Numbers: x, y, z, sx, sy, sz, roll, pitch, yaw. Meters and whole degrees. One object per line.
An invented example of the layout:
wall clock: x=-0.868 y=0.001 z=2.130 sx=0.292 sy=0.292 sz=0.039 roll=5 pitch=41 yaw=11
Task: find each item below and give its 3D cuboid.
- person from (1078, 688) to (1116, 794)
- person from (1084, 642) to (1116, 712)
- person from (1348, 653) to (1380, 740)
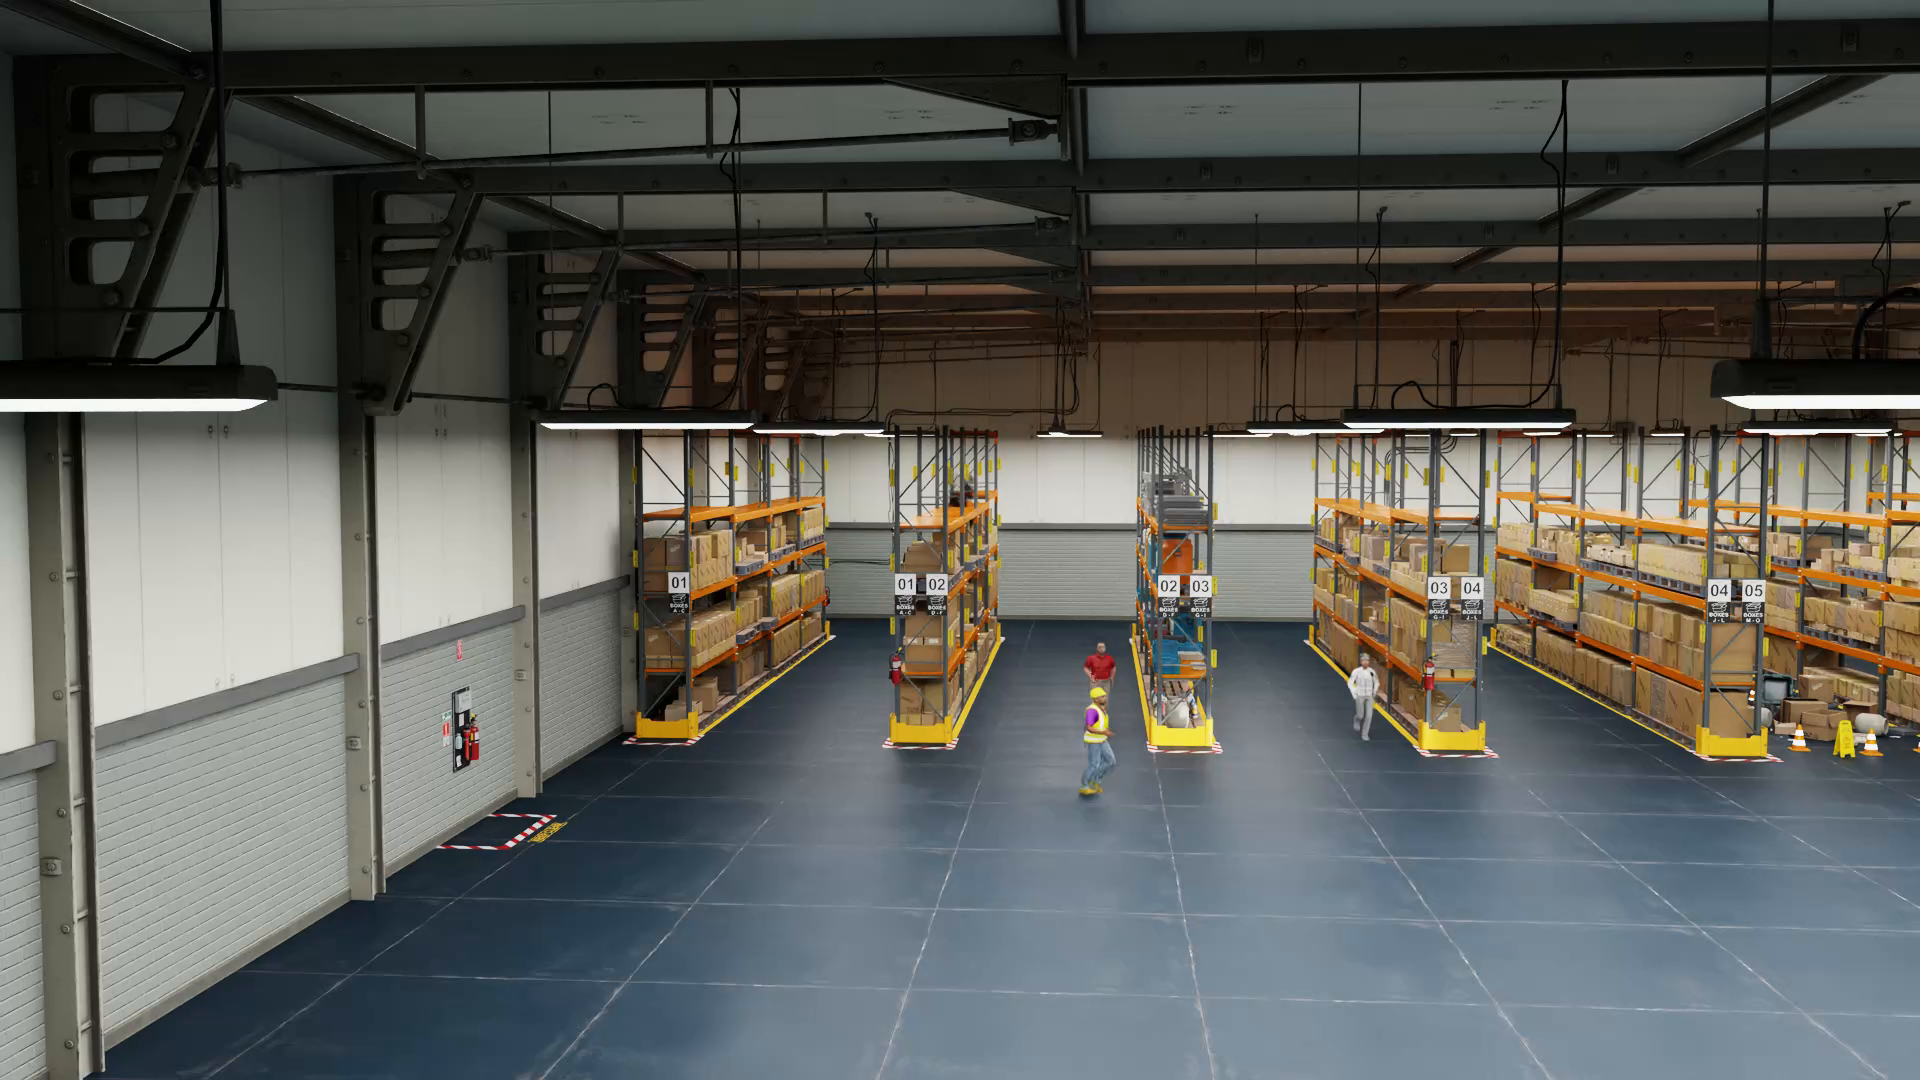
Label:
person: x=2.219 y=3.242 z=26.718 sx=0.670 sy=1.751 sz=0.666 roll=2 pitch=4 yaw=28
person: x=2.810 y=2.882 z=33.273 sx=0.655 sy=1.678 sz=0.603 roll=0 pitch=3 yaw=-5
person: x=7.742 y=2.983 z=31.825 sx=0.608 sy=1.643 sz=0.623 roll=0 pitch=3 yaw=3
